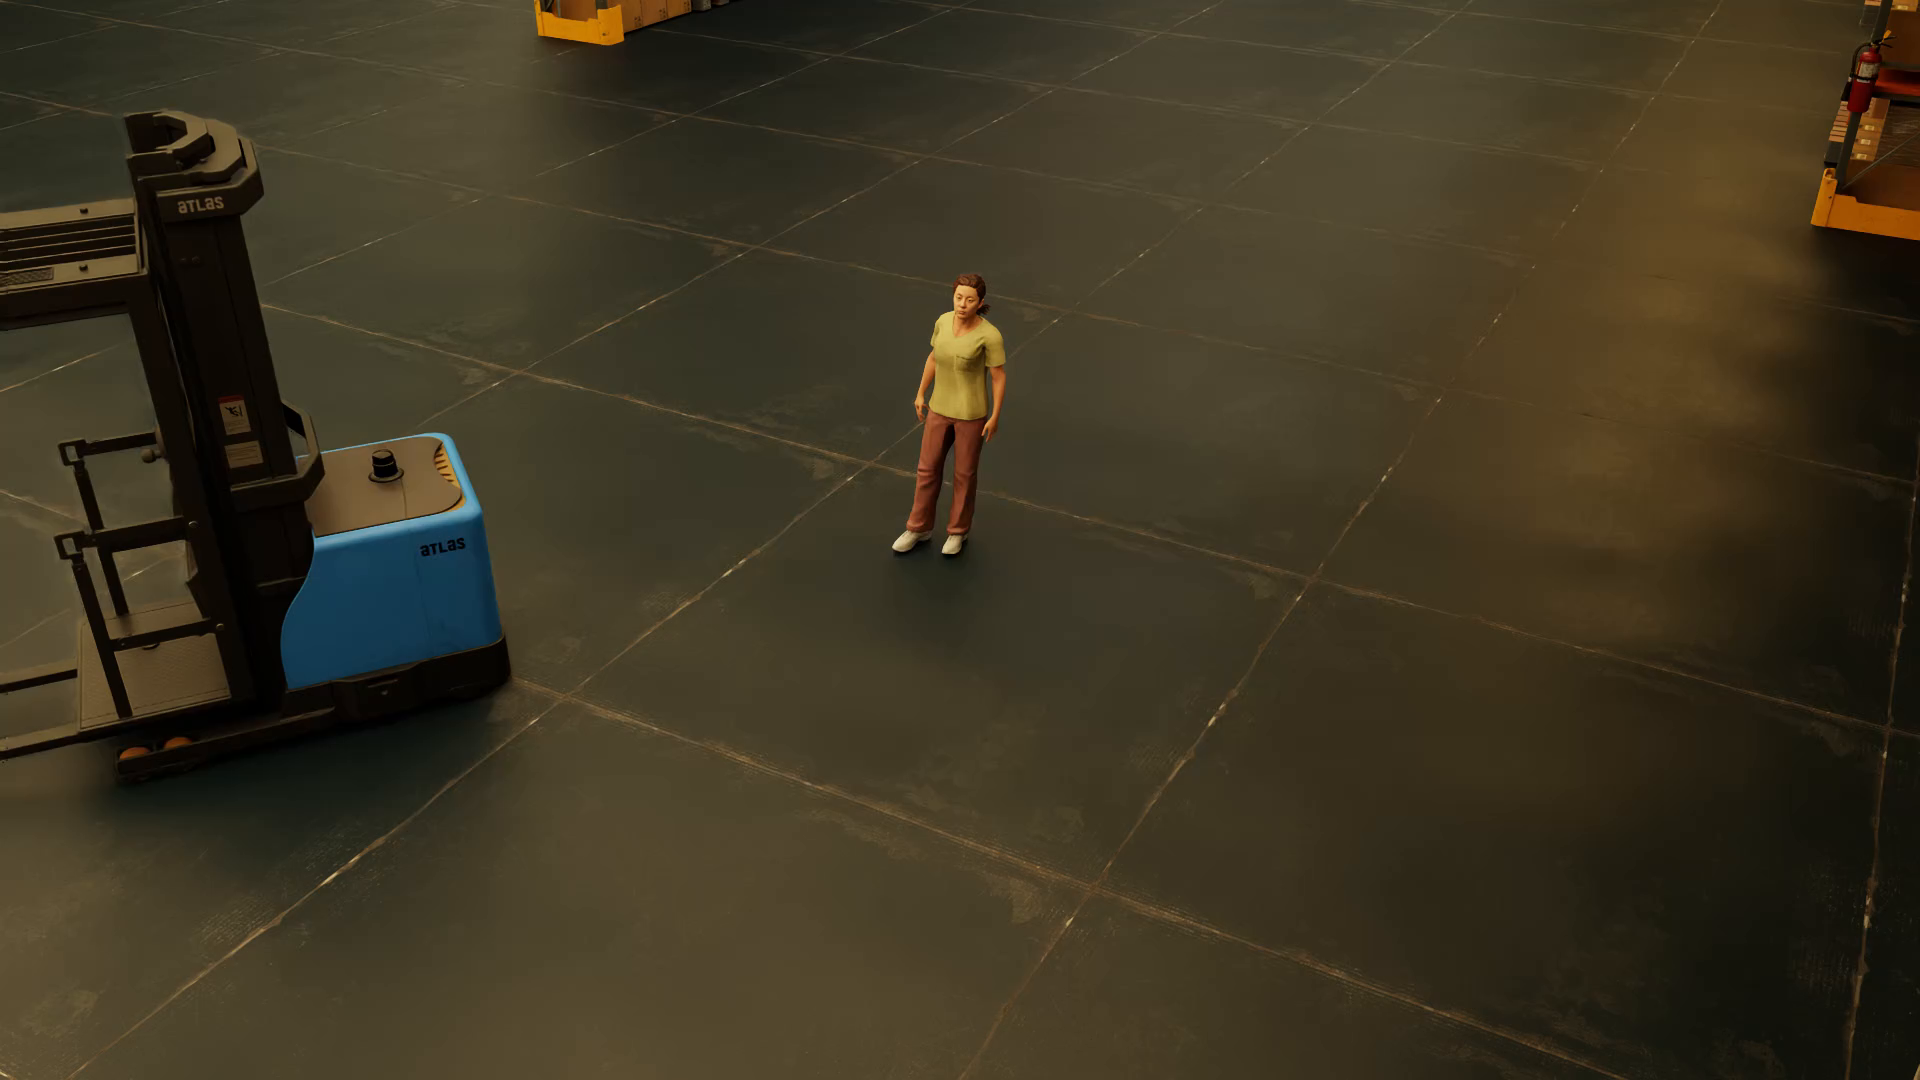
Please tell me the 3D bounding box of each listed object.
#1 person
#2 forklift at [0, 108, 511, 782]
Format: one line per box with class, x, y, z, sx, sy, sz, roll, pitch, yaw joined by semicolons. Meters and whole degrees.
person;-0.046;-0.703;9.529;0.553;1.675;0.549;15;33;25
forklift;-3.899;-0.409;7.779;3.031;2.935;1.130;-13;32;-21
